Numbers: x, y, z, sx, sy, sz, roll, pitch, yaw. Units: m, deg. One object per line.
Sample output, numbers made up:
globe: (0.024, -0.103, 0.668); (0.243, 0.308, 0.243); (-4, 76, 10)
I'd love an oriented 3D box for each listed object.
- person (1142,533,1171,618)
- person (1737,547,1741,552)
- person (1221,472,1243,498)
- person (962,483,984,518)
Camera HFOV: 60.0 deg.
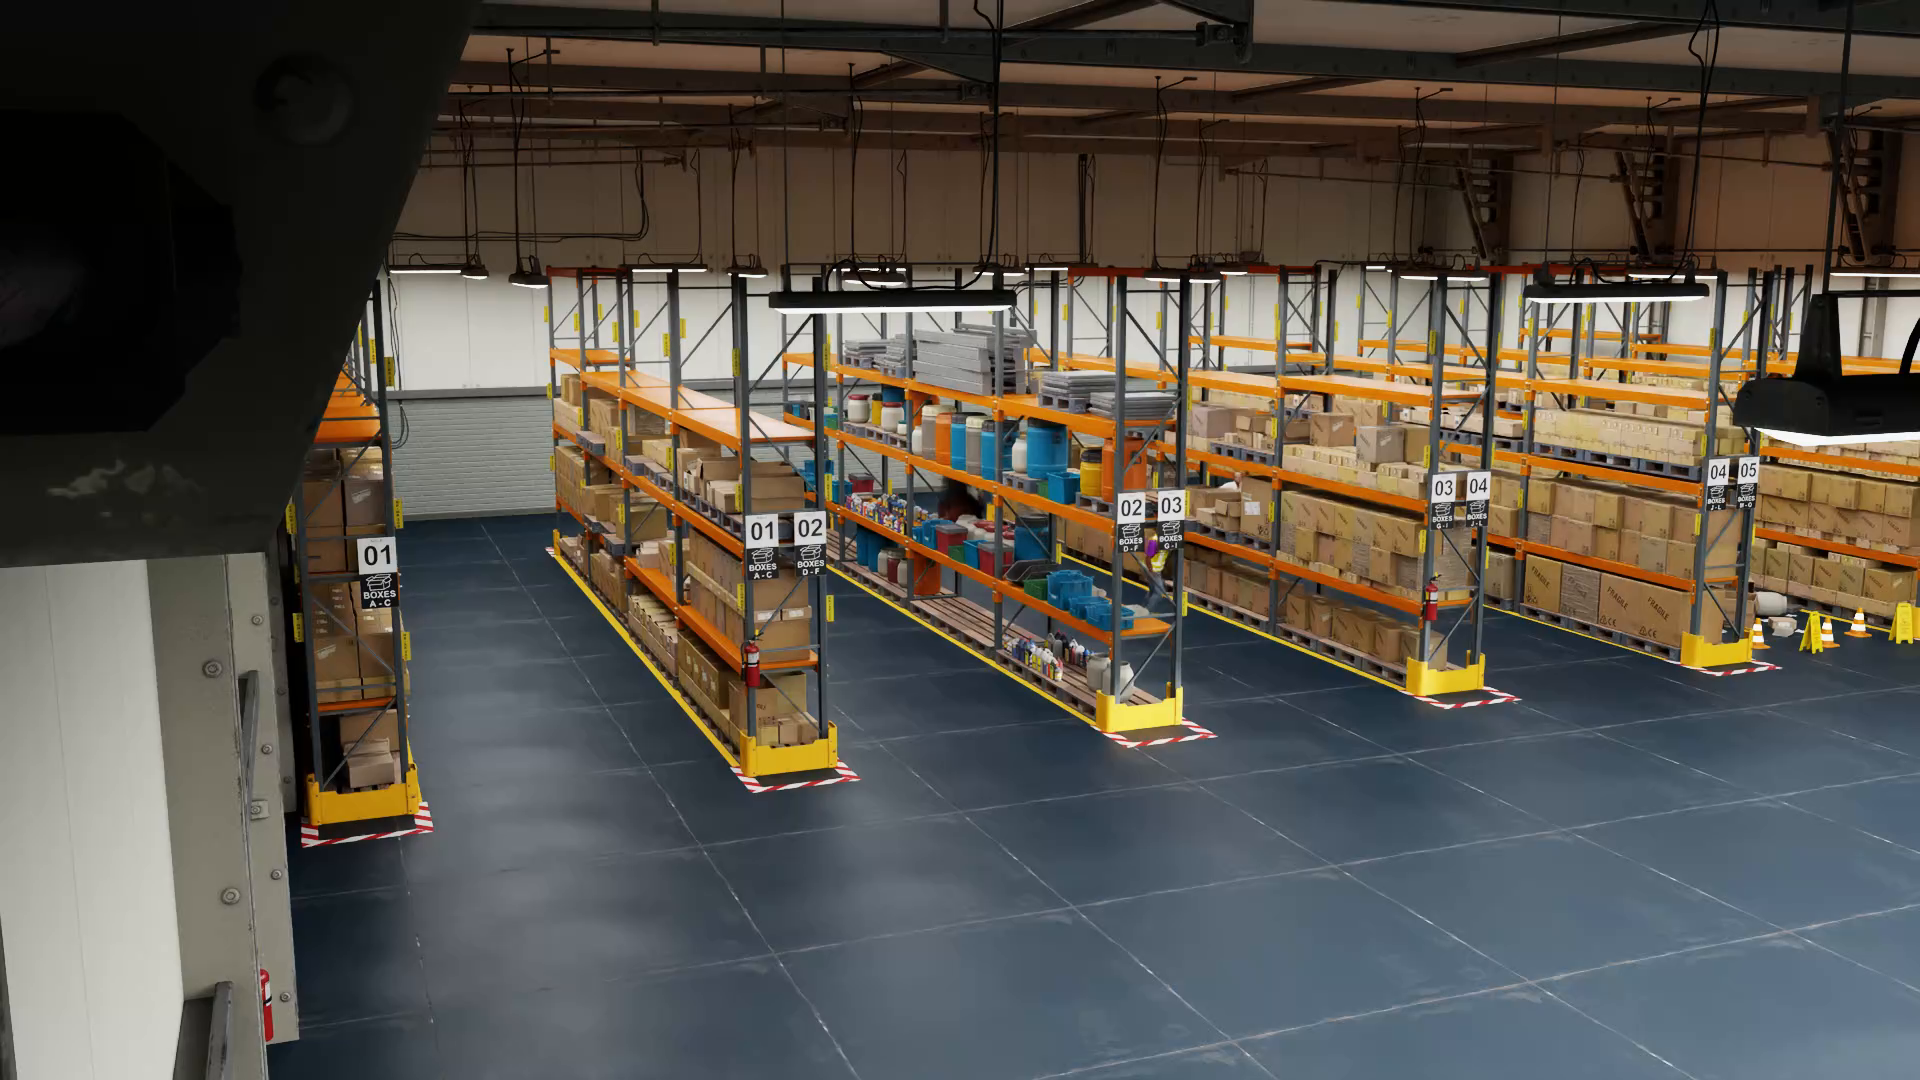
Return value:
person: (3.225, 0.511, 27.274); (0.646, 1.744, 0.717); (5, 11, 25)
person: (15.500, -0.172, 33.451); (0.636, 1.472, 0.762); (-8, 13, -38)
person: (5.739, -0.612, 35.251); (0.700, 1.711, 0.714); (-7, 12, -34)
person: (0.235, -0.721, 36.248); (0.565, 1.616, 0.694); (-4, 11, -20)
